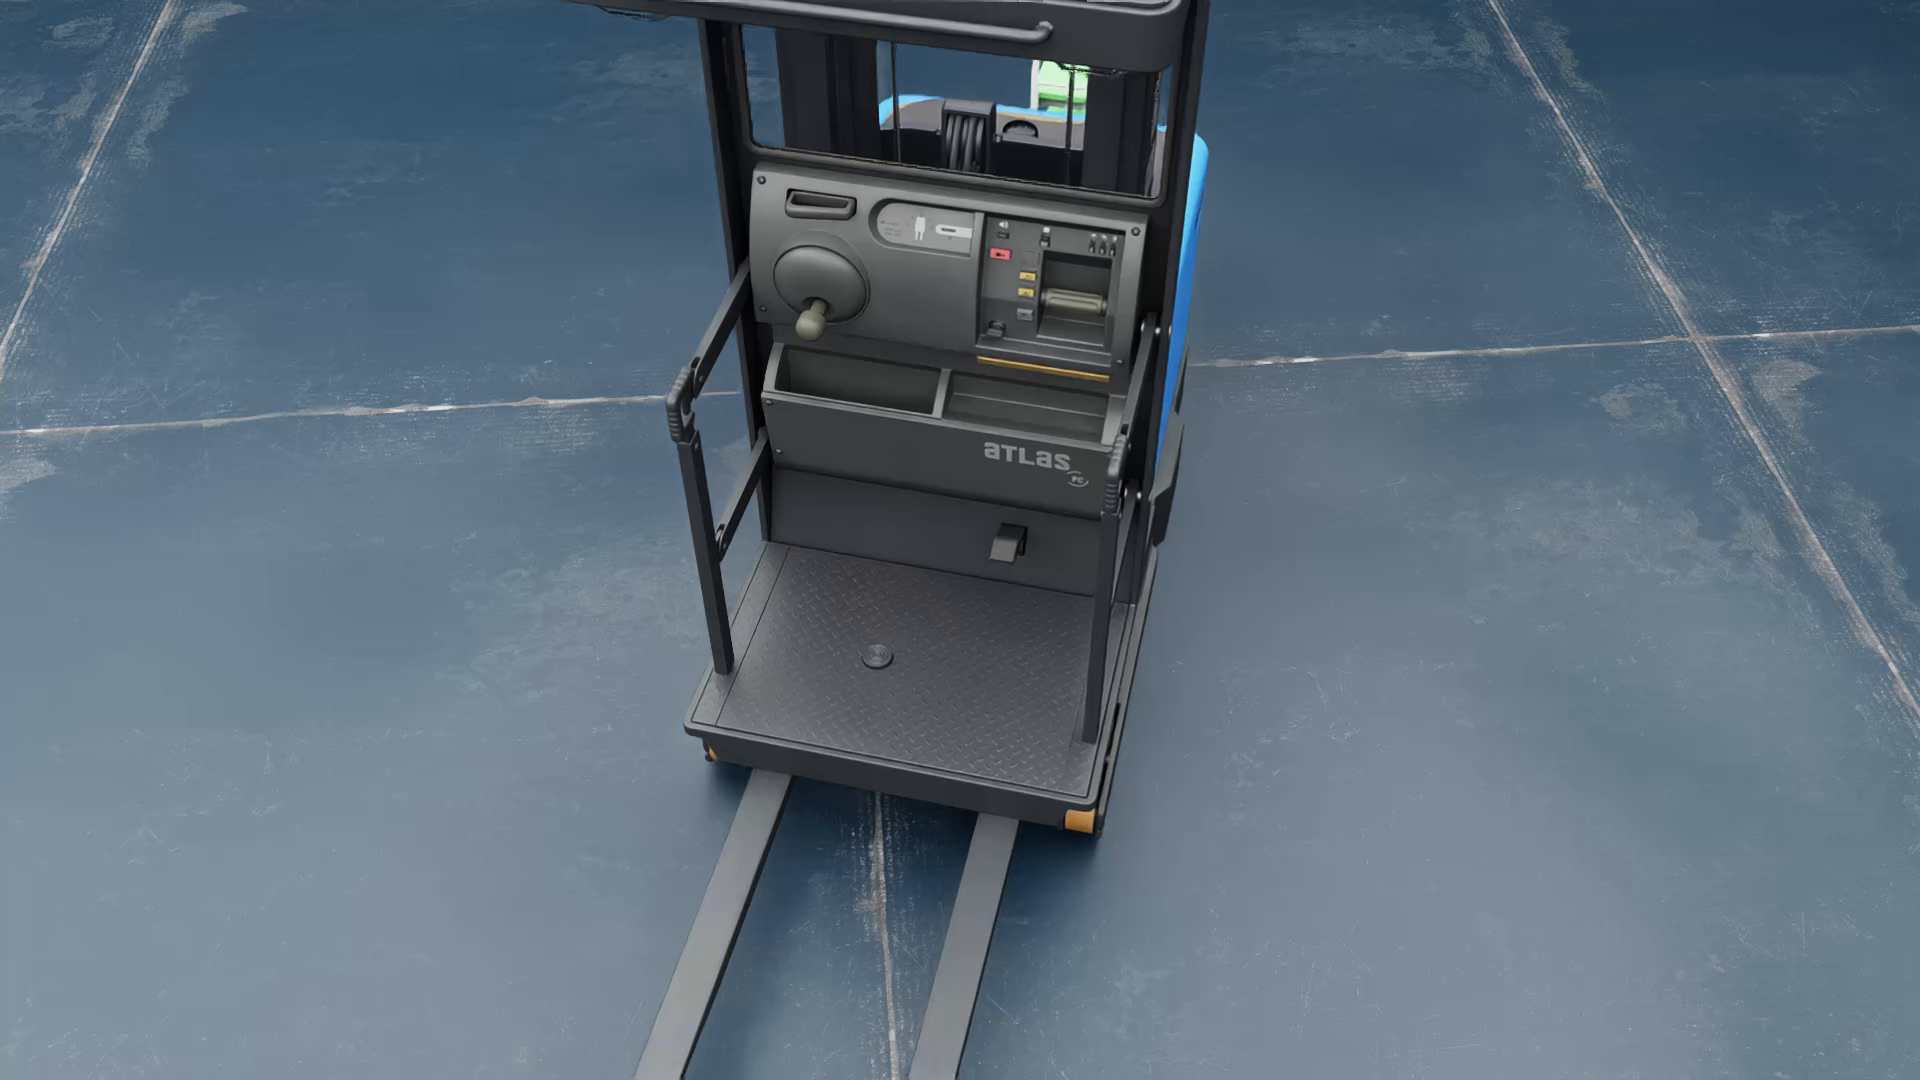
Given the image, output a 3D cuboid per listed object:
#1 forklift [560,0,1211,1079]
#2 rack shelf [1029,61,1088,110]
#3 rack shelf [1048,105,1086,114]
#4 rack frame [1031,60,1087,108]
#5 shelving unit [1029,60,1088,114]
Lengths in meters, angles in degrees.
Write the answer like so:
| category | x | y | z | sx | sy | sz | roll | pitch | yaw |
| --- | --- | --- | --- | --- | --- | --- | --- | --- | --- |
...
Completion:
| category | x | y | z | sx | sy | sz | roll | pitch | yaw |
| --- | --- | --- | --- | --- | --- | --- | --- | --- | --- |
| forklift | -0.086 | -0.528 | 3.731 | 1.130 | 2.935 | 3.031 | 10 | 47 | 9 |
| rack shelf | 0.391 | -1.465 | 5.238 | 0.258 | 0.148 | 0.480 | 10 | 47 | 9 |
| rack shelf | 0.391 | -1.300 | 5.412 | 0.258 | 0.148 | 0.480 | 10 | 47 | 9 |
| rack frame | 0.335 | -1.006 | 5.377 | 0.240 | 1.200 | 0.015 | 10 | 47 | 9 |
| shelving unit | 0.391 | -1.179 | 5.540 | 0.258 | 1.200 | 0.503 | 10 | 47 | 9 |
